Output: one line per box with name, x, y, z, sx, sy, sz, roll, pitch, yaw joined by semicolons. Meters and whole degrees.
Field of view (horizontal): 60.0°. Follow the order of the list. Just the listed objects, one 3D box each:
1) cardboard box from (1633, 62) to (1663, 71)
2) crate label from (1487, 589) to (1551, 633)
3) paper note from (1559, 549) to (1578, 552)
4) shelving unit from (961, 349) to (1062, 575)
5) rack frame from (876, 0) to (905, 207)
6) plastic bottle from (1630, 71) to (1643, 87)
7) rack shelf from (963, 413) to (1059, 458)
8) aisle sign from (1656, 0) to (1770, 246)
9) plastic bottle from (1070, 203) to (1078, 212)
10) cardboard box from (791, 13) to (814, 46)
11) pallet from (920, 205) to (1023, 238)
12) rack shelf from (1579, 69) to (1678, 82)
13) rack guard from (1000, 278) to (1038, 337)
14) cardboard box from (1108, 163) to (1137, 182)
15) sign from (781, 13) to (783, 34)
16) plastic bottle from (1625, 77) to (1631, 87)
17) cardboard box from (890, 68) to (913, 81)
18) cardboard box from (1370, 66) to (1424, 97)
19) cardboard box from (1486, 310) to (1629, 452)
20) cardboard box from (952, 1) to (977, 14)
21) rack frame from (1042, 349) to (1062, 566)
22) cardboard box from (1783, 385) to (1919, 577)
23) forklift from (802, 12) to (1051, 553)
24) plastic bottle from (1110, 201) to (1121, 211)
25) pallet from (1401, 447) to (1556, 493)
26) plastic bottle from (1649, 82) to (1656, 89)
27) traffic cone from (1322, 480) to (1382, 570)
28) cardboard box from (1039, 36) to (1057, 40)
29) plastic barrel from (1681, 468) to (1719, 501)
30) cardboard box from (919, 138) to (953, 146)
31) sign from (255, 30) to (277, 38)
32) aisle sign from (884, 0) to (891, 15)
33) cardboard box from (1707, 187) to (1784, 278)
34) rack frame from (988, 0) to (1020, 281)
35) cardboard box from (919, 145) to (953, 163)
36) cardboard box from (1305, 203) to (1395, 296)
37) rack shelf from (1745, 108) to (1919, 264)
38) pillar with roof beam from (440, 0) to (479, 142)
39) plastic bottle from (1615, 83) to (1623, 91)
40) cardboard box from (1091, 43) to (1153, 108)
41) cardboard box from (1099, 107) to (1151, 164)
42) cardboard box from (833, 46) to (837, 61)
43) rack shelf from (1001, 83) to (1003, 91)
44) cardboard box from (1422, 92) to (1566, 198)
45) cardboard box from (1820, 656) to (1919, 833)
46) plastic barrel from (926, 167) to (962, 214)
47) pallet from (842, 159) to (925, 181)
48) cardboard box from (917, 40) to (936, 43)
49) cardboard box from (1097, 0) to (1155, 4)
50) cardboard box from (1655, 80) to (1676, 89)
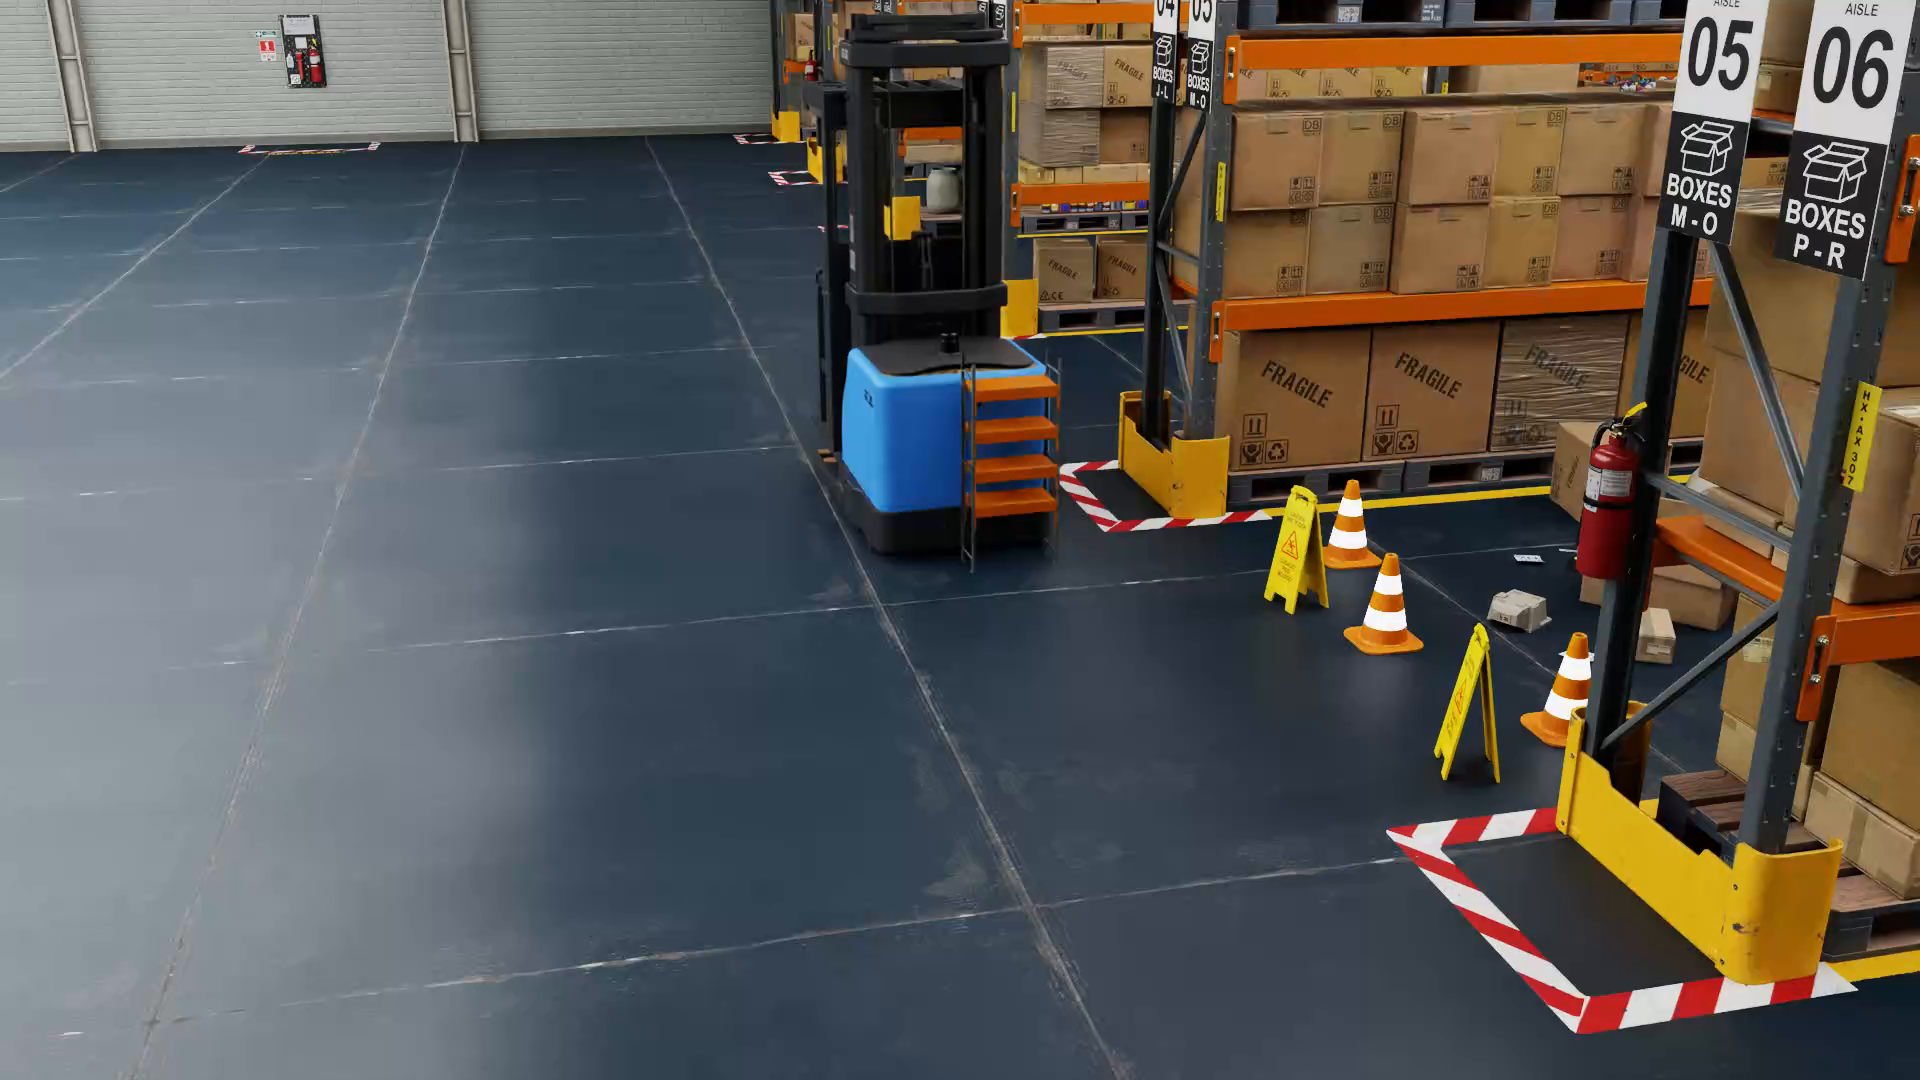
cardboard box;10.786;-7.709;26.354;0.500;0.500;0.500;-4;21;-12
crate label;2.894;0.362;8.627;0.298;0.136;0.250;-18;27;-40
paper note;3.535;0.063;9.629;0.123;0.001;0.032;6;21;16
shelving unit;0.279;-0.432;9.249;0.503;1.200;0.258;-5;21;-15
rack frame;-0.812;-5.064;19.277;0.127;3.000;1.000;-5;21;-12
plastic bottle;8.855;-5.963;21.803;0.185;0.351;0.144;-5;21;-12
rack shelf;0.279;-0.579;9.195;0.480;0.148;0.258;-5;21;-15
aisle sign;2.481;-1.401;5.500;0.004;0.787;0.394;-5;21;-12
plastic bottle;1.358;-4.055;19.852;0.097;0.271;0.097;0;20;0
cardboard box;-2.558;-8.608;28.052;0.500;0.500;0.500;-5;21;-12
pallet;0.043;-3.839;19.987;1.213;0.211;1.003;-5;21;-12
rack shelf;11.676;-7.492;26.953;4.000;0.370;1.077;-5;21;-12
rack guard;0.402;-2.238;15.197;0.348;0.500;1.175;-5;21;-12
cardboard box;1.393;-3.285;14.788;0.250;0.149;0.380;-5;21;-12
sign;-2.966;-8.605;27.685;0.005;0.325;0.100;-5;21;-12
plastic bottle;8.705;-5.912;21.763;0.133;0.283;0.061;-5;21;-12
cardboard box;-0.981;-6.845;23.994;0.500;0.500;0.700;-4;21;-11
cardboard box;3.846;-4.251;15.026;0.500;0.500;0.500;-5;21;-12
cardboard box;3.759;-1.155;11.084;0.875;0.875;0.875;-4;21;-12
cardboard box;0.049;-7.538;24.001;0.500;0.500;0.700;-5;21;-12
rack frame;0.514;-0.454;9.310;0.015;1.200;0.240;-5;21;-15
cardboard box;3.133;-0.220;5.476;0.500;0.500;0.500;-5;21;-13
forklift;-0.349;-1.777;10.406;1.130;2.935;3.031;-5;21;-14
plastic bottle;1.860;-4.108;19.989;0.135;0.276;0.152;-4;21;-11
pallet;3.316;-0.613;11.181;1.213;0.211;1.003;-5;21;-12
plastic bottle;8.819;-5.674;21.125;0.135;0.276;0.152;-5;21;-12
traffic cone;2.215;-0.113;9.450;0.334;0.463;0.336;-5;21;-12
cardboard box;1.234;-7.256;24.175;0.250;0.149;0.380;-5;21;-14
plastic barrel;4.513;-0.241;9.857;0.421;0.421;0.512;10;22;25
cardboard box;-0.405;-6.032;24.218;0.500;0.500;0.500;-5;21;-12
sign;-11.417;-8.321;27.346;0.331;0.109;0.001;-5;21;-12
aisle sign;-0.814;-6.181;18.547;0.004;0.787;0.394;-5;21;-12
cardboard box;4.907;-2.091;10.945;0.550;0.550;0.875;-5;21;-12
rack frame;0.328;-3.406;14.751;0.127;3.000;1.000;-5;21;-12
cardboard box;-0.402;-5.676;24.336;0.500;0.250;0.500;-5;21;-12
cardboard box;2.252;-1.903;10.431;0.550;0.550;0.875;-5;21;-12
rack shelf;4.555;-1.318;5.735;4.000;0.370;1.077;-5;21;-12
pillar with roof beam;-7.458;-9.626;23.009;0.400;9.000;9.100;-5;21;-12
plastic bottle;8.285;-5.618;20.961;0.133;0.283;0.061;-5;21;-12
cardboard box;1.414;-4.051;14.482;0.500;0.500;0.500;-5;21;-12
cardboard box;1.328;-3.706;14.994;0.500;0.500;0.875;-5;21;-12
cardboard box;-2.042;-8.297;28.293;0.500;0.250;0.500;-5;21;-14
rack shelf;-0.002;-6.543;24.360;4.000;0.370;1.077;-5;21;-12
cardboard box;3.317;-2.490;10.463;0.500;0.550;0.875;-5;21;-12
cardboard box;3.480;0.680;5.894;0.500;0.500;0.500;-5;21;-14
plastic barrel;-0.189;-4.170;19.845;0.421;0.512;0.421;0;20;0
pallet;-1.213;-5.487;24.487;1.213;0.211;1.003;-5;21;-12
cardboard box;-0.512;-7.115;23.788;0.250;0.149;0.380;-5;21;-14
cardboard box;1.357;-4.738;14.246;0.500;0.250;0.500;-5;21;-14
cardboard box;7.077;-4.149;16.025;0.500;0.500;0.700;-2;20;-4
